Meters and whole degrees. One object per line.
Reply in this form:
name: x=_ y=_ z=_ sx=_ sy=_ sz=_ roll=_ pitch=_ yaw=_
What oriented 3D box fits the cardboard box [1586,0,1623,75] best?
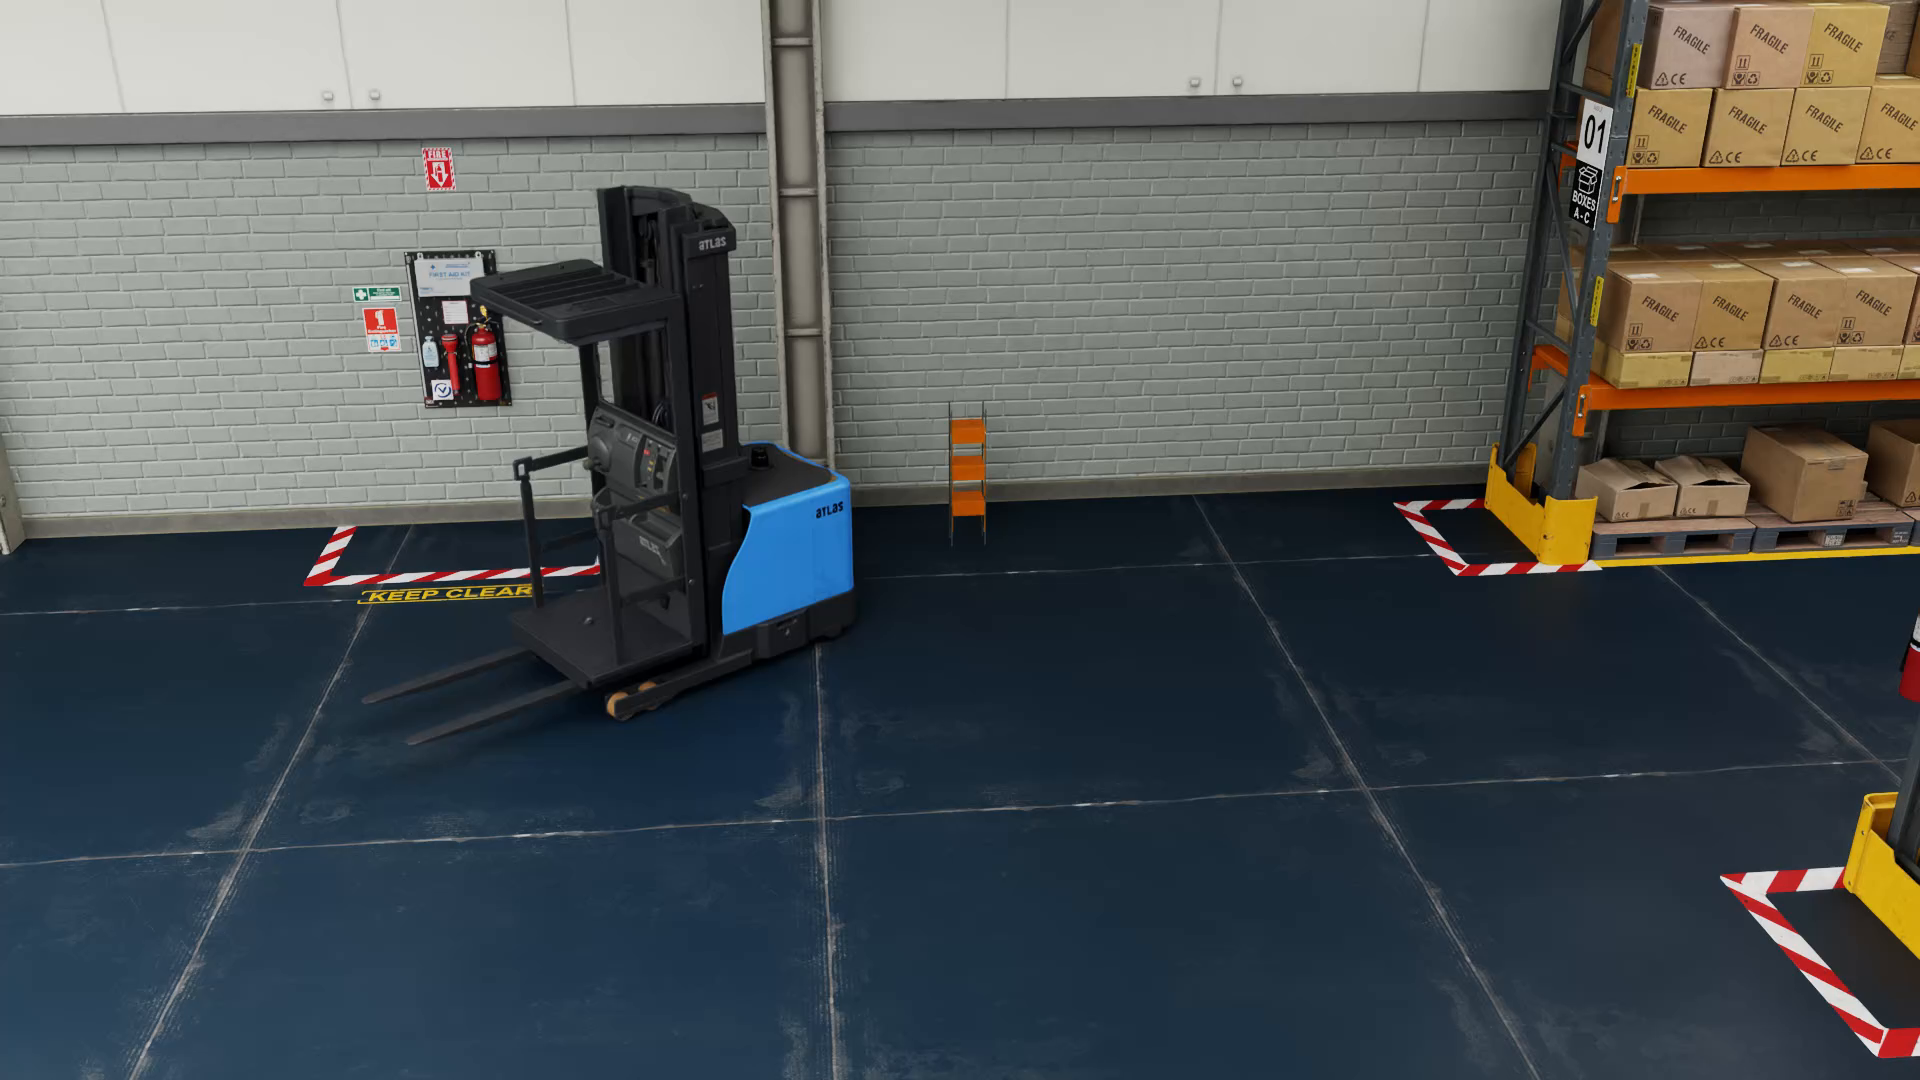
cardboard box: x=4.619 y=-3.431 z=11.265 sx=0.500 sy=0.500 sz=0.500 roll=-1 pitch=24 yaw=-3

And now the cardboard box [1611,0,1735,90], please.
cardboard box: x=4.623 y=-3.225 z=10.802 sx=0.500 sy=0.500 sz=0.500 roll=-4 pitch=24 yaw=-9

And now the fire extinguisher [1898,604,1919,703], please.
fire extinguisher: x=4.543 y=0.429 z=7.748 sx=0.183 sy=0.674 sz=0.296 roll=-2 pitch=24 yaw=-5

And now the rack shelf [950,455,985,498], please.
rack shelf: x=0.053 y=-0.472 z=12.106 sx=0.240 sy=0.259 sz=0.215 roll=-2 pitch=24 yaw=-5

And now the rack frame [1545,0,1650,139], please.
rack frame: x=4.216 y=-4.167 z=10.606 sx=0.127 sy=3.000 sz=1.000 roll=-2 pitch=24 yaw=-5

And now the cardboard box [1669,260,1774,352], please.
cardboard box: x=5.213 y=-1.622 z=11.504 sx=0.500 sy=0.500 sz=0.500 roll=-2 pitch=24 yaw=-5

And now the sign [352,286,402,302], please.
sign: x=-4.162 y=-1.755 z=11.870 sx=0.331 sy=0.109 sz=0.001 roll=-2 pitch=24 yaw=-5

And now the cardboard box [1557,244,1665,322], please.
cardboard box: x=4.664 y=-1.814 z=11.935 sx=0.500 sy=0.500 sz=0.500 roll=-3 pitch=24 yaw=-6

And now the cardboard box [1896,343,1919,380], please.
cardboard box: x=6.759 y=-1.342 z=11.796 sx=0.500 sy=0.250 sz=0.500 roll=-2 pitch=24 yaw=-5

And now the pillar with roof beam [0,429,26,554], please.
pillar with roof beam: x=-6.691 y=-2.326 z=6.463 sx=0.400 sy=9.000 sz=9.100 roll=-2 pitch=24 yaw=-5

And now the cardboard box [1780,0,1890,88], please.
cardboard box: x=5.636 y=-3.250 z=10.857 sx=0.500 sy=0.500 sz=0.500 roll=-2 pitch=24 yaw=-4

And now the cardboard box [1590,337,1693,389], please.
cardboard box: x=4.733 y=-1.257 z=11.606 sx=0.500 sy=0.250 sz=0.500 roll=-3 pitch=24 yaw=-7

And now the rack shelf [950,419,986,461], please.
rack shelf: x=0.053 y=-0.732 z=11.991 sx=0.240 sy=0.259 sz=0.215 roll=-2 pitch=24 yaw=-5

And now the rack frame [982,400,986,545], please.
rack frame: x=0.175 y=-0.487 z=12.113 sx=0.008 sy=1.050 sz=0.200 roll=-2 pitch=24 yaw=-5

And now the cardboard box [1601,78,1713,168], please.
cardboard box: x=4.573 y=-2.764 z=10.994 sx=0.500 sy=0.500 sz=0.500 roll=-2 pitch=24 yaw=-4

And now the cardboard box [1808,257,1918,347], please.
cardboard box: x=6.241 y=-1.666 z=11.602 sx=0.500 sy=0.500 sz=0.500 roll=-2 pitch=24 yaw=-3

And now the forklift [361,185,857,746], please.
forklift: x=-2.124 y=-0.506 z=9.839 sx=3.031 sy=2.935 sz=1.130 roll=-19 pitch=30 yaw=-37

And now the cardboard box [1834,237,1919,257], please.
cardboard box: x=6.697 y=-1.898 z=12.123 sx=0.500 sy=0.500 sz=0.500 roll=-2 pitch=24 yaw=-4

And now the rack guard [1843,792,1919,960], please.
rack guard: x=4.682 y=1.720 z=7.826 sx=0.348 sy=0.500 sz=1.175 roll=-2 pitch=24 yaw=-5

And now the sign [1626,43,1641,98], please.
sign: x=4.269 y=-2.977 z=10.545 sx=0.005 sy=0.325 sz=0.100 roll=-2 pitch=24 yaw=-5

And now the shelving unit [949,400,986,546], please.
shelving unit: x=0.053 y=-0.482 z=12.102 sx=0.252 sy=1.050 sz=0.215 roll=-2 pitch=24 yaw=-5

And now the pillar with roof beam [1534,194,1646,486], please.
pillar with roof beam: x=5.251 y=-2.805 z=7.541 sx=0.400 sy=9.000 sz=9.100 roll=-2 pitch=24 yaw=-5

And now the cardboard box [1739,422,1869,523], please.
cardboard box: x=6.215 y=-0.508 z=12.295 sx=0.500 sy=0.500 sz=0.700 roll=-4 pitch=24 yaw=-8

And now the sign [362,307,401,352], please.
sign: x=-4.167 y=-1.516 z=11.985 sx=0.234 sy=0.329 sz=0.001 roll=-2 pitch=24 yaw=-5

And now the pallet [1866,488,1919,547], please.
pallet: x=7.532 y=-0.270 z=12.658 sx=1.213 sy=0.211 sz=1.003 roll=-2 pitch=24 yaw=-5

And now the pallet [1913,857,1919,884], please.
pallet: x=5.463 y=1.803 z=7.994 sx=1.213 sy=0.211 sz=1.003 roll=-2 pitch=24 yaw=-5

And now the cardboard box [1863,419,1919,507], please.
cardboard box: x=7.167 y=-0.587 z=12.473 sx=0.500 sy=0.500 sz=0.500 roll=-4 pitch=24 yaw=-9

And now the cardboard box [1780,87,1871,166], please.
cardboard box: x=5.627 y=-2.793 z=11.060 sx=0.500 sy=0.500 sz=0.500 roll=-1 pitch=24 yaw=-3

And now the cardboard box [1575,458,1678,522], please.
cardboard box: x=4.913 y=-0.389 z=12.262 sx=0.500 sy=0.311 sz=0.500 roll=-5 pitch=24 yaw=-11

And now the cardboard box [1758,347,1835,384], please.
cardboard box: x=5.756 y=-1.302 z=11.706 sx=0.500 sy=0.250 sz=0.500 roll=-3 pitch=24 yaw=-6

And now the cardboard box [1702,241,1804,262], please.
cardboard box: x=5.680 y=-1.852 z=12.021 sx=0.500 sy=0.500 sz=0.500 roll=-3 pitch=24 yaw=-7

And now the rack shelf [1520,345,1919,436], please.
rack shelf: x=6.206 y=-1.177 z=12.151 sx=4.000 sy=0.370 sz=1.077 roll=-2 pitch=24 yaw=-5
